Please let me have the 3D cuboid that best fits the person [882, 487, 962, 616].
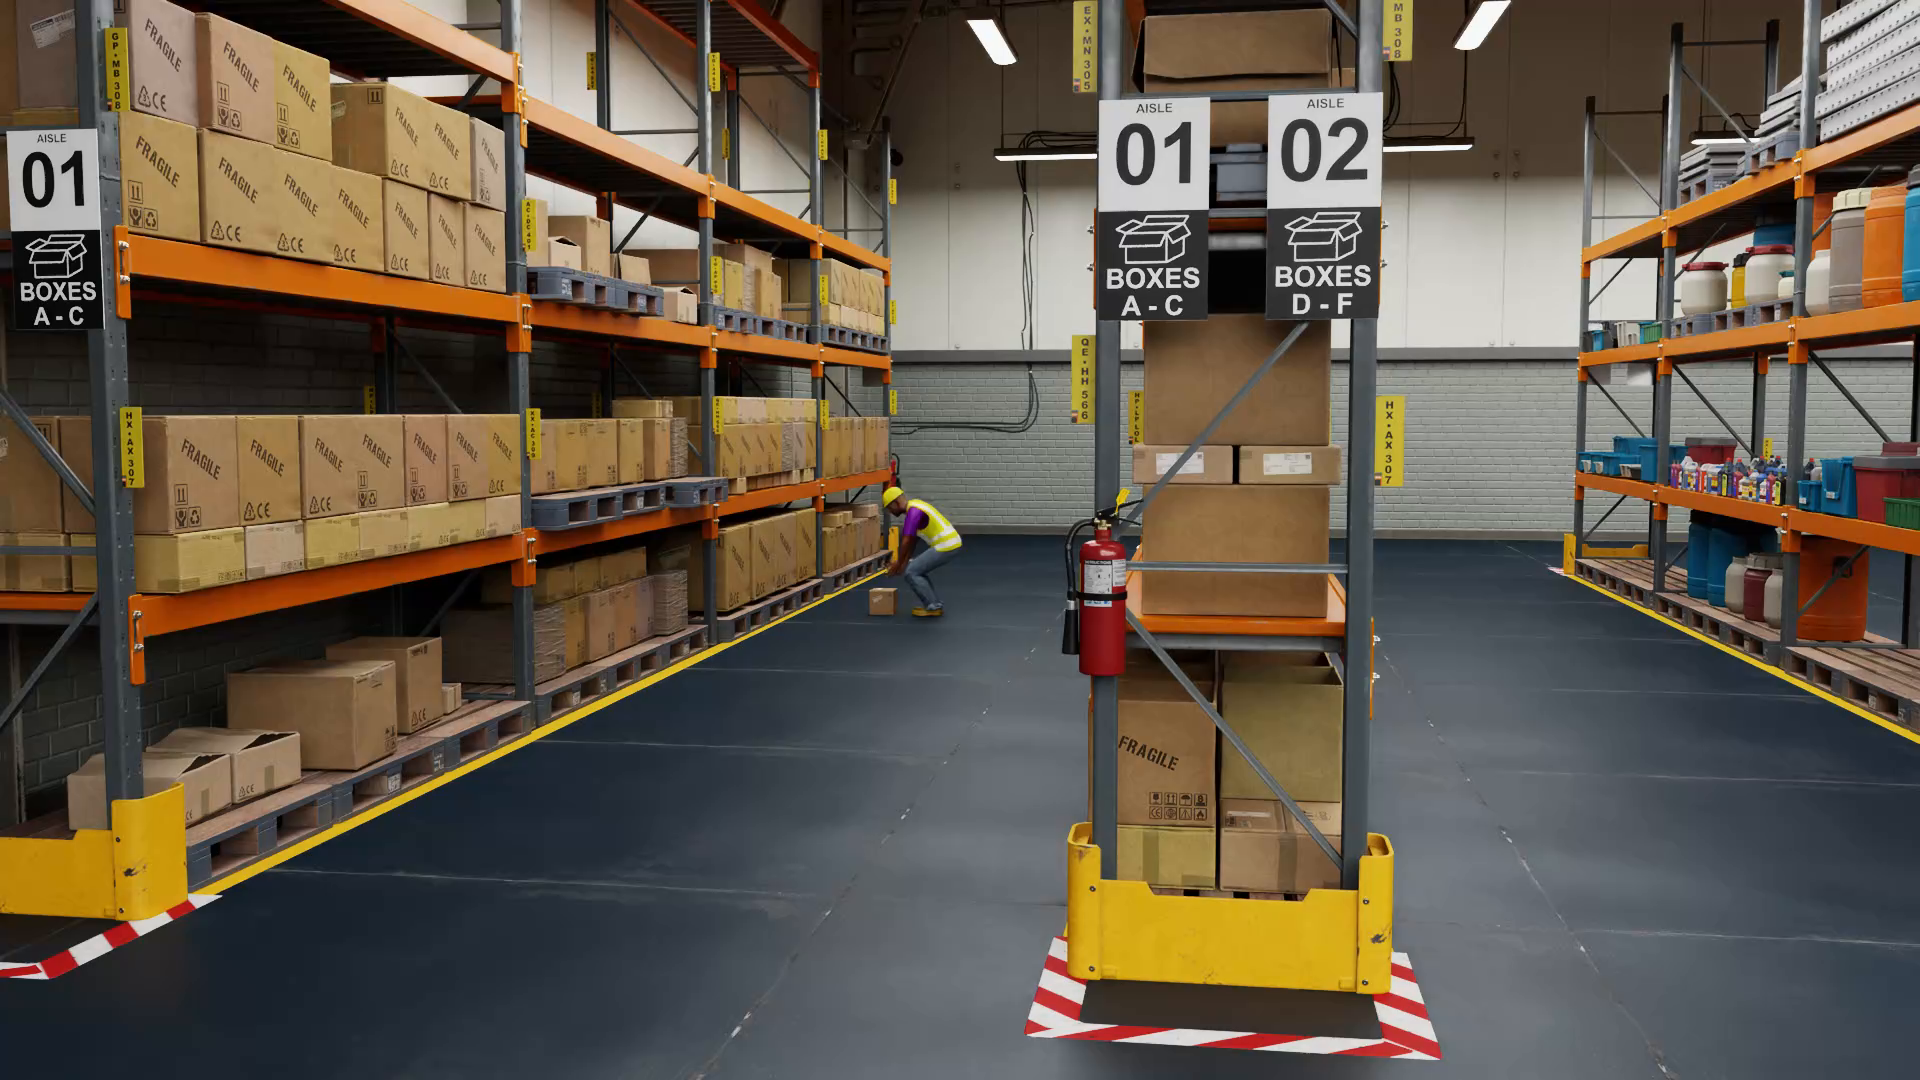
[{"bbox_3d":[-0.392,0.113,16.972,0.805,1.313,0.629,1,4,9],"label":"person"}]
